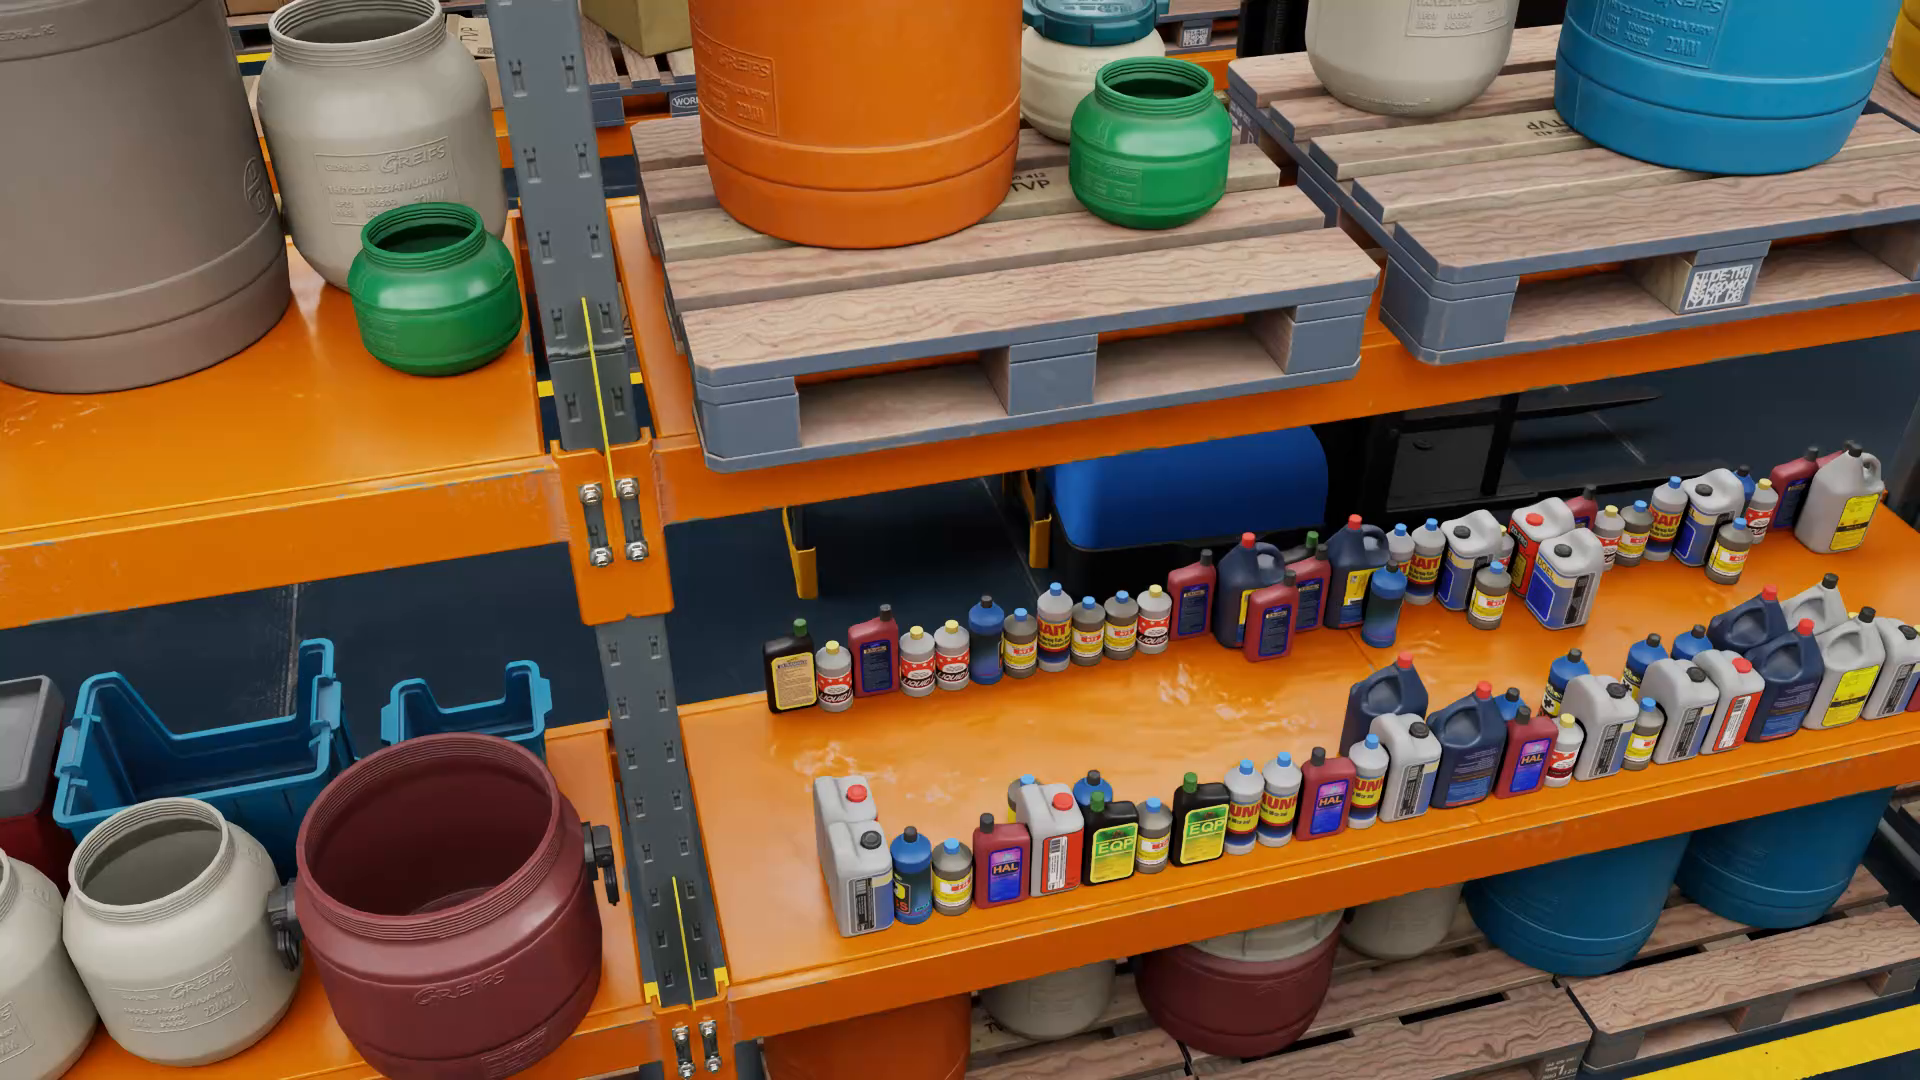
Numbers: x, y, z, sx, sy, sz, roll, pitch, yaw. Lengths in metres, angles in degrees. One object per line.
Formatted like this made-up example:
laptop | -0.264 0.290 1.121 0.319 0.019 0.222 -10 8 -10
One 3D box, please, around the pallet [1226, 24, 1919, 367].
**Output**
pallet | 1.302 -0.786 3.495 1.213 0.211 1.003 -9 38 -12

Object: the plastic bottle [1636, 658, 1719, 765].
plastic bottle | 1.862 0.428 4.323 0.135 0.276 0.152 -9 38 -12

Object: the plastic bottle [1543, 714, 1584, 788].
plastic bottle | 1.533 0.529 4.253 0.097 0.201 0.097 0 37 0

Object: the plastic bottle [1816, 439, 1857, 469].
plastic bottle | 2.662 -0.178 5.110 0.133 0.283 0.061 -9 38 -12

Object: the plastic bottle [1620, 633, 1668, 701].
plastic bottle | 1.811 0.360 4.417 0.097 0.271 0.097 0 37 0

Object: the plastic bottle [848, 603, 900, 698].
plastic bottle | -0.232 0.297 4.489 0.133 0.283 0.061 -9 38 -12

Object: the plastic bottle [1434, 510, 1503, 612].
plastic bottle | 1.463 0.050 4.817 0.135 0.276 0.152 -9 38 -12

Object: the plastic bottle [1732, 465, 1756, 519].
plastic bottle | 2.333 -0.108 5.028 0.097 0.271 0.097 0 37 0

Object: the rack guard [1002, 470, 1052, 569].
rack guard | 0.288 -0.152 7.243 0.087 0.250 0.587 -7 38 -9

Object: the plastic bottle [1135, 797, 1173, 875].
plastic bottle | 0.462 0.705 4.023 0.097 0.201 0.097 0 37 0

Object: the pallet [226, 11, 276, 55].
pallet | -5.248 -3.788 12.028 1.213 0.211 1.003 -9 38 -12

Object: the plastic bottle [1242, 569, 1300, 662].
plastic bottle | 0.864 0.208 4.606 0.133 0.283 0.061 -9 38 -12

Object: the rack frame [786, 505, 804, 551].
rack frame | -0.707 -0.524 6.700 0.032 1.500 0.500 -7 38 -9

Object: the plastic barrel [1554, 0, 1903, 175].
plastic barrel | 1.519 -1.229 3.161 0.708 0.901 0.600 -9 38 -12

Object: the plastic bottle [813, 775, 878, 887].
plastic bottle | -0.272 0.683 3.991 0.135 0.276 0.152 -9 38 -12

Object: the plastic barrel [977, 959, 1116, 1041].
plastic barrel | 0.255 1.194 4.923 0.421 0.512 0.421 0 37 0

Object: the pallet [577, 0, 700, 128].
pallet | -1.386 -2.377 8.046 1.003 0.211 1.213 -9 38 -12

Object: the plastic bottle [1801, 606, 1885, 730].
plastic bottle | 2.325 0.325 4.397 0.185 0.351 0.144 -9 38 -12

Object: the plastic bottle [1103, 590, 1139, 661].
plastic bottle | 0.448 0.230 4.645 0.097 0.201 0.097 0 37 0

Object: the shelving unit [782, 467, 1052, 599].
shelving unit | -0.200 -0.587 6.783 1.083 1.500 0.587 -7 38 -9

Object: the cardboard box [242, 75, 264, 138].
cardboard box | -3.239 -1.970 7.563 0.250 0.149 0.380 -7 38 -9

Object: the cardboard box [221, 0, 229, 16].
cardboard box | -5.484 -4.053 11.774 0.500 0.500 0.700 -9 38 -11

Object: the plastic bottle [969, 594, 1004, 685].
plastic bottle | 0.072 0.263 4.543 0.097 0.271 0.097 0 37 0

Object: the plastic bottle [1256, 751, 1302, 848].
plastic bottle | 0.779 0.625 4.070 0.097 0.271 0.097 0 37 0

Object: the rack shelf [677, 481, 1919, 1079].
rack shelf | 1.196 0.570 4.628 4.000 0.370 1.077 -9 38 -12

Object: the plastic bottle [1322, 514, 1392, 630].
plastic bottle | 1.120 0.075 4.724 0.185 0.351 0.144 -9 38 -12

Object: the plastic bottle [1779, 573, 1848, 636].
plastic bottle | 2.288 0.241 4.507 0.185 0.351 0.144 -9 38 -12

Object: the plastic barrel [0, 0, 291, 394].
plastic barrel | -1.584 -0.786 2.927 0.600 0.901 0.600 0 37 0

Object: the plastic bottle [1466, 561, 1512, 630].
plastic bottle | 1.514 0.150 4.748 0.097 0.201 0.097 0 37 0

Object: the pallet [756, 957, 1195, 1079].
pallet | 0.016 1.560 5.037 1.213 0.211 1.003 -9 38 -12

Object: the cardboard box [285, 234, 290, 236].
cardboard box | -2.964 -1.288 7.921 0.500 0.311 0.500 -10 39 -13

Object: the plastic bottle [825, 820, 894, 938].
plastic bottle | -0.232 0.772 3.874 0.135 0.276 0.152 -9 38 -12

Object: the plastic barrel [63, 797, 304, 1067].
plastic barrel | -1.672 0.845 3.584 0.421 0.512 0.421 0 37 0

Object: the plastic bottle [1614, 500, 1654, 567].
plastic bottle | 2.015 -0.028 4.981 0.097 0.201 0.097 0 37 0

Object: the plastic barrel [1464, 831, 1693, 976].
plastic barrel | 1.914 0.823 5.087 0.708 0.901 0.600 -9 38 -12

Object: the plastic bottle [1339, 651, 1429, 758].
plastic bottle | 1.092 0.432 4.257 0.185 0.351 0.144 -9 38 -12

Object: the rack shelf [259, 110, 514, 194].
rack shelf | -3.953 -1.702 7.598 4.000 0.370 1.077 -9 38 -12

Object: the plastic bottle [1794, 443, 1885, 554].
plastic bottle | 2.664 -0.140 5.005 0.185 0.351 0.144 -9 38 -12

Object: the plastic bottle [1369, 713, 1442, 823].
plastic bottle | 1.106 0.552 4.161 0.135 0.276 0.152 -9 38 -12

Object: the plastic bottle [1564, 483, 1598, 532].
plastic bottle | 1.805 -0.037 4.926 0.133 0.283 0.061 -9 38 -12

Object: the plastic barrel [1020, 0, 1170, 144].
plastic barrel | 0.262 -0.957 3.332 0.301 0.262 0.301 0 37 0

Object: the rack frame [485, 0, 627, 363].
rack frame | -0.734 -1.781 2.172 0.127 3.000 1.000 -9 38 -12

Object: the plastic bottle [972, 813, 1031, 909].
plastic bottle | 0.097 0.744 3.905 0.133 0.283 0.061 -9 38 -12

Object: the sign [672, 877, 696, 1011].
sign | -0.584 0.858 3.525 0.005 0.325 0.100 -9 38 -12

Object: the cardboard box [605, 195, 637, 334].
cardboard box | -1.508 -1.391 8.295 0.500 0.500 0.500 -8 38 -10

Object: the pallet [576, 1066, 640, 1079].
pallet | -1.492 1.809 4.711 1.213 0.211 1.003 -9 38 -12

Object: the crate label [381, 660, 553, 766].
crate label | -1.239 0.515 4.246 0.416 0.233 0.303 -9 38 -12

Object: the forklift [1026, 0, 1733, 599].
forklift | 1.844 -1.336 6.584 3.031 2.935 1.130 -6 38 -8
